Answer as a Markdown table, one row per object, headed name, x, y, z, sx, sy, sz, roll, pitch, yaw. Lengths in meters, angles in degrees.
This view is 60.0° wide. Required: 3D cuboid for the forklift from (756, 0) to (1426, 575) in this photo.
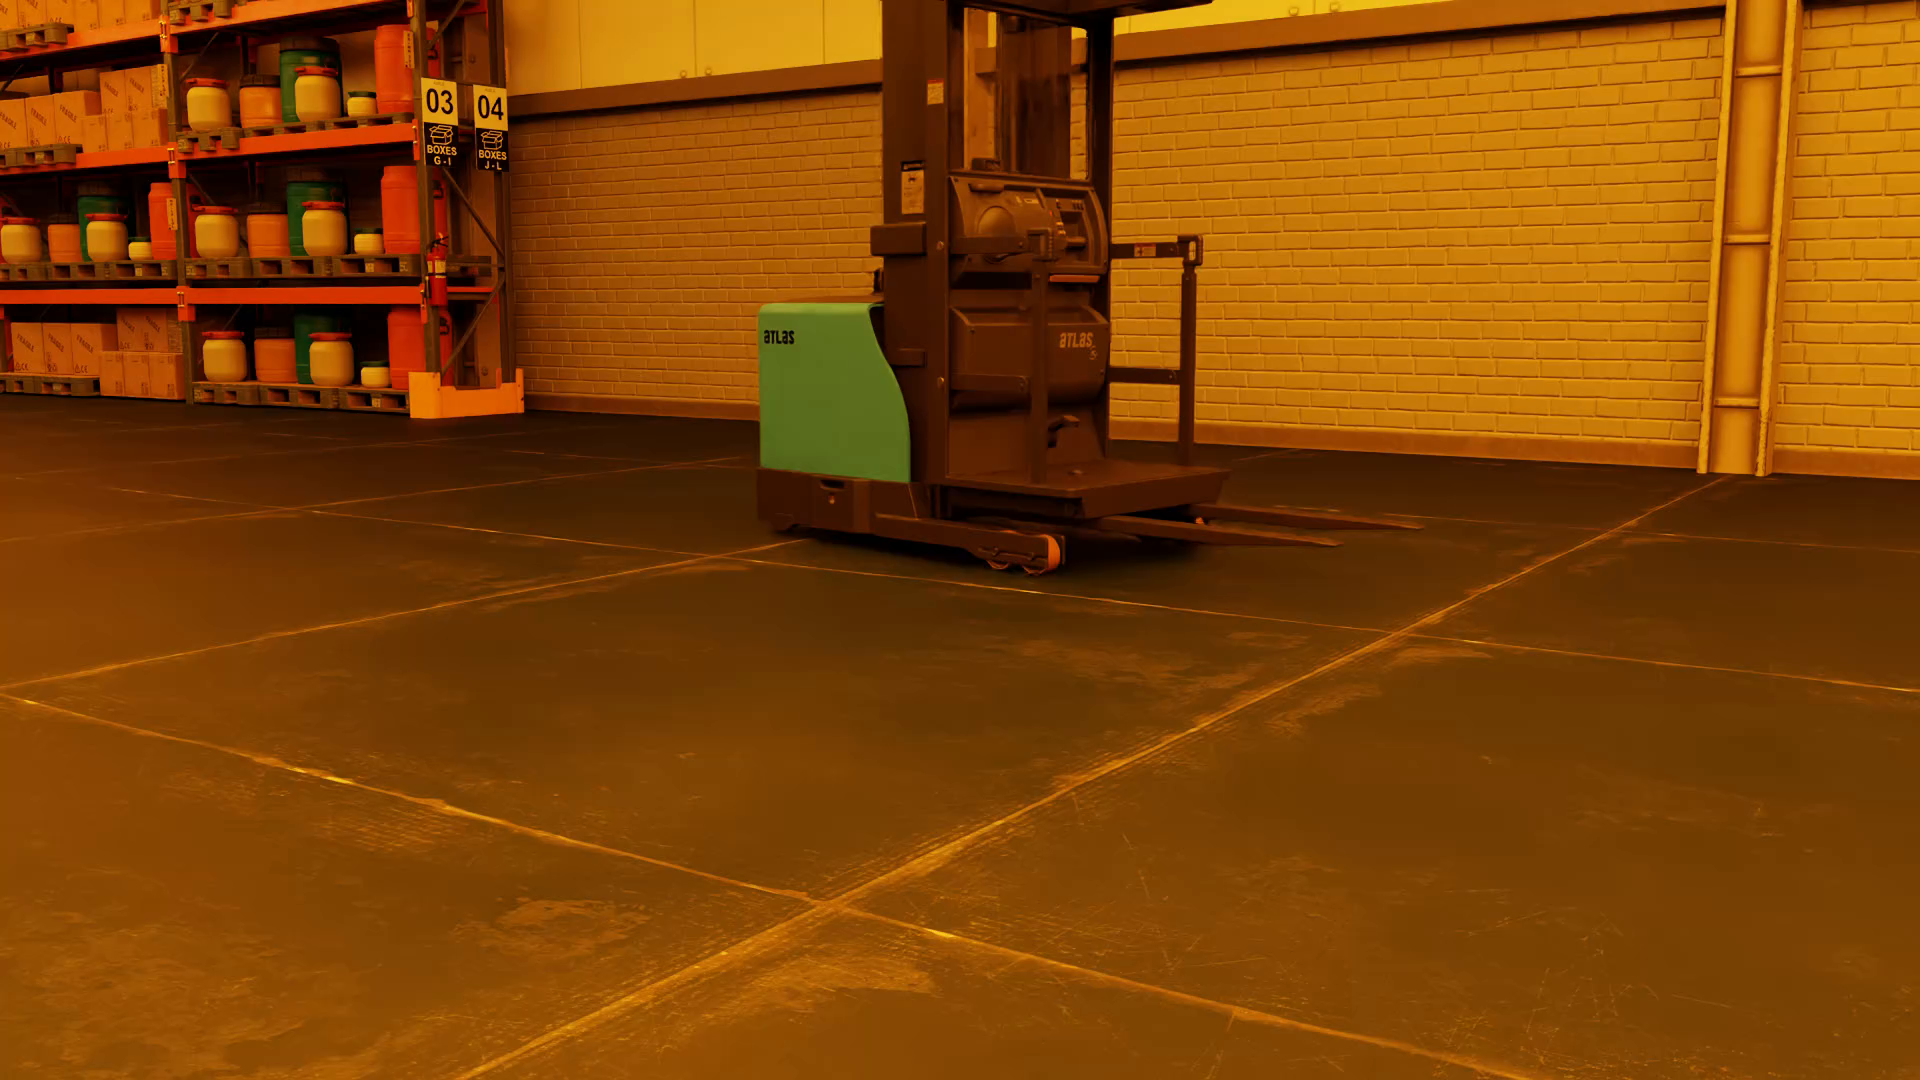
| name | x | y | z | sx | sy | sz | roll | pitch | yaw |
| --- | --- | --- | --- | --- | --- | --- | --- | --- | --- |
| forklift | 0.459 | -1.393 | 6.987 | 3.031 | 2.935 | 1.130 | 8 | 11 | 43 |
